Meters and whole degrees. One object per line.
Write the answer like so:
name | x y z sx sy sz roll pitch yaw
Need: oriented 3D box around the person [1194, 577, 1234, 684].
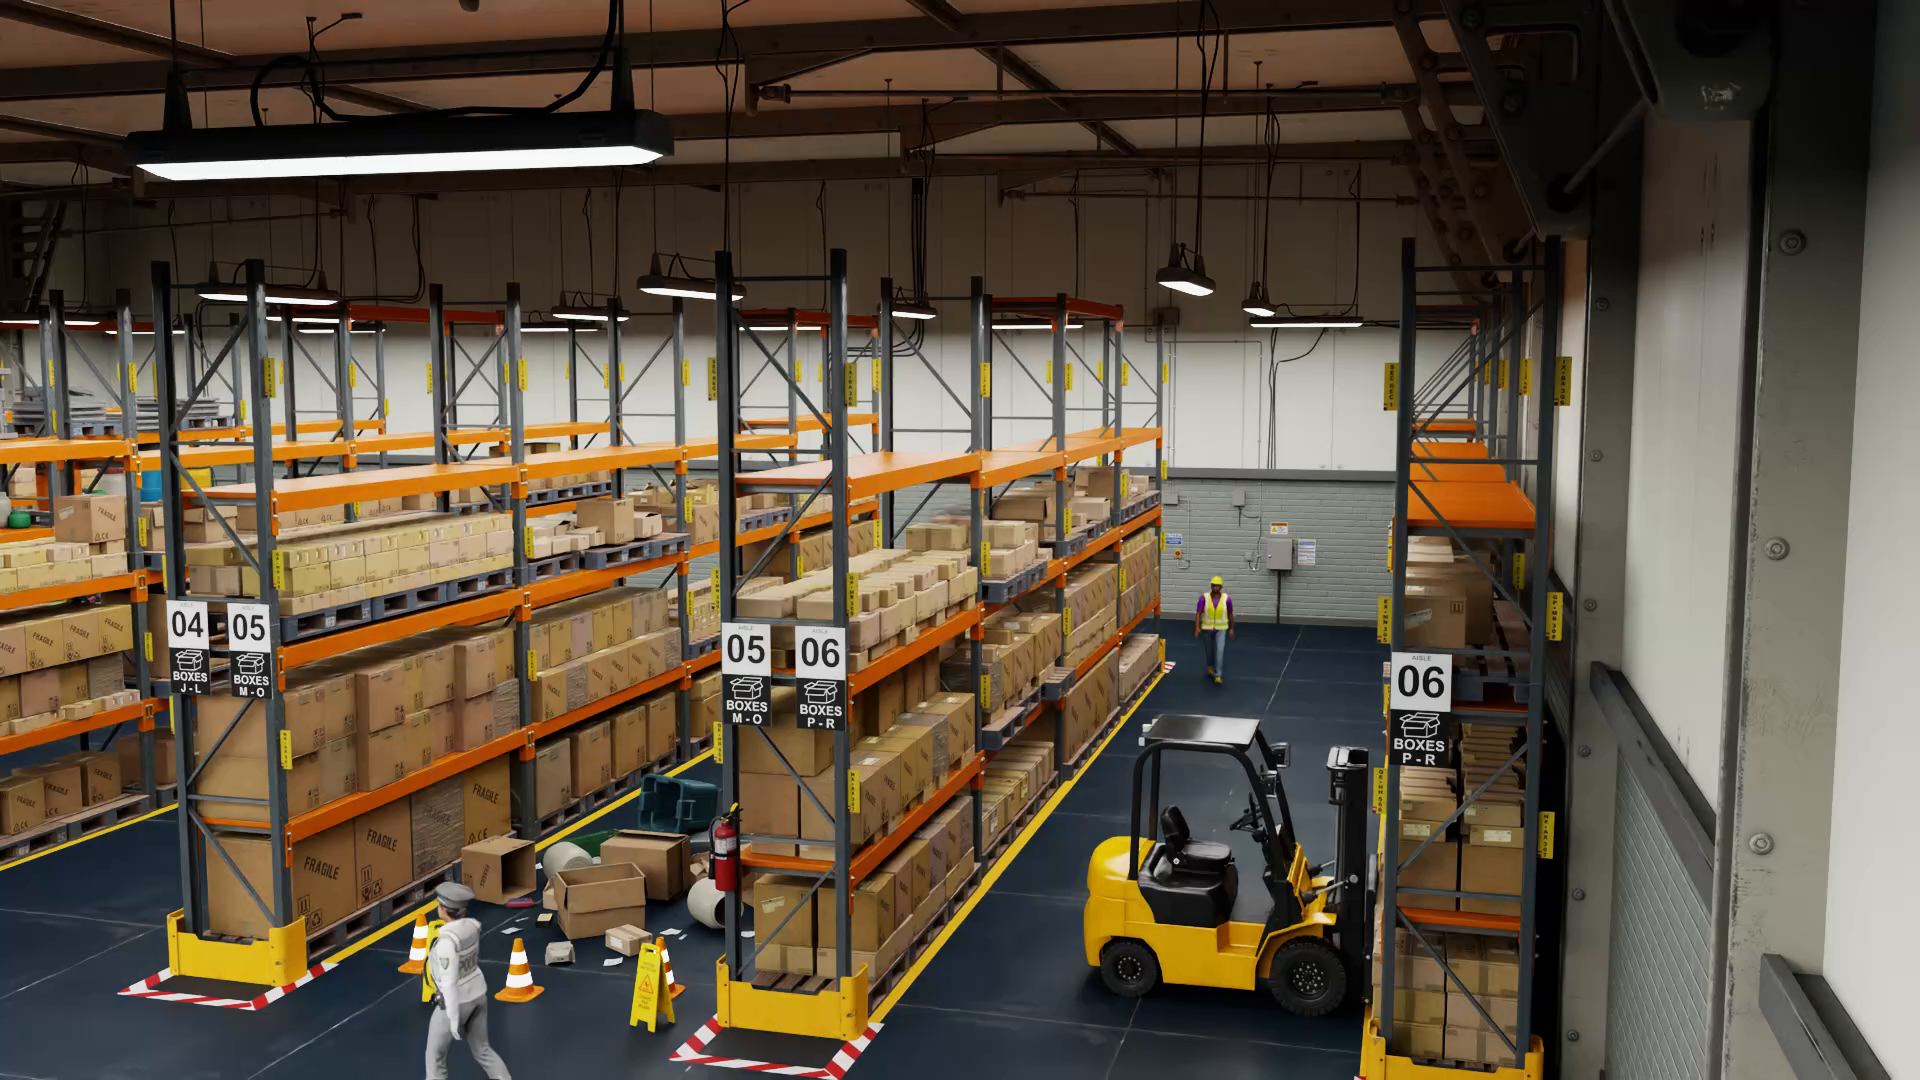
person | 4.141 1.446 27.073 0.626 1.715 1.093 1 6 11

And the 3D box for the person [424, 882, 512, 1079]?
person | -3.395 3.153 11.318 0.782 1.664 0.488 2 6 14
